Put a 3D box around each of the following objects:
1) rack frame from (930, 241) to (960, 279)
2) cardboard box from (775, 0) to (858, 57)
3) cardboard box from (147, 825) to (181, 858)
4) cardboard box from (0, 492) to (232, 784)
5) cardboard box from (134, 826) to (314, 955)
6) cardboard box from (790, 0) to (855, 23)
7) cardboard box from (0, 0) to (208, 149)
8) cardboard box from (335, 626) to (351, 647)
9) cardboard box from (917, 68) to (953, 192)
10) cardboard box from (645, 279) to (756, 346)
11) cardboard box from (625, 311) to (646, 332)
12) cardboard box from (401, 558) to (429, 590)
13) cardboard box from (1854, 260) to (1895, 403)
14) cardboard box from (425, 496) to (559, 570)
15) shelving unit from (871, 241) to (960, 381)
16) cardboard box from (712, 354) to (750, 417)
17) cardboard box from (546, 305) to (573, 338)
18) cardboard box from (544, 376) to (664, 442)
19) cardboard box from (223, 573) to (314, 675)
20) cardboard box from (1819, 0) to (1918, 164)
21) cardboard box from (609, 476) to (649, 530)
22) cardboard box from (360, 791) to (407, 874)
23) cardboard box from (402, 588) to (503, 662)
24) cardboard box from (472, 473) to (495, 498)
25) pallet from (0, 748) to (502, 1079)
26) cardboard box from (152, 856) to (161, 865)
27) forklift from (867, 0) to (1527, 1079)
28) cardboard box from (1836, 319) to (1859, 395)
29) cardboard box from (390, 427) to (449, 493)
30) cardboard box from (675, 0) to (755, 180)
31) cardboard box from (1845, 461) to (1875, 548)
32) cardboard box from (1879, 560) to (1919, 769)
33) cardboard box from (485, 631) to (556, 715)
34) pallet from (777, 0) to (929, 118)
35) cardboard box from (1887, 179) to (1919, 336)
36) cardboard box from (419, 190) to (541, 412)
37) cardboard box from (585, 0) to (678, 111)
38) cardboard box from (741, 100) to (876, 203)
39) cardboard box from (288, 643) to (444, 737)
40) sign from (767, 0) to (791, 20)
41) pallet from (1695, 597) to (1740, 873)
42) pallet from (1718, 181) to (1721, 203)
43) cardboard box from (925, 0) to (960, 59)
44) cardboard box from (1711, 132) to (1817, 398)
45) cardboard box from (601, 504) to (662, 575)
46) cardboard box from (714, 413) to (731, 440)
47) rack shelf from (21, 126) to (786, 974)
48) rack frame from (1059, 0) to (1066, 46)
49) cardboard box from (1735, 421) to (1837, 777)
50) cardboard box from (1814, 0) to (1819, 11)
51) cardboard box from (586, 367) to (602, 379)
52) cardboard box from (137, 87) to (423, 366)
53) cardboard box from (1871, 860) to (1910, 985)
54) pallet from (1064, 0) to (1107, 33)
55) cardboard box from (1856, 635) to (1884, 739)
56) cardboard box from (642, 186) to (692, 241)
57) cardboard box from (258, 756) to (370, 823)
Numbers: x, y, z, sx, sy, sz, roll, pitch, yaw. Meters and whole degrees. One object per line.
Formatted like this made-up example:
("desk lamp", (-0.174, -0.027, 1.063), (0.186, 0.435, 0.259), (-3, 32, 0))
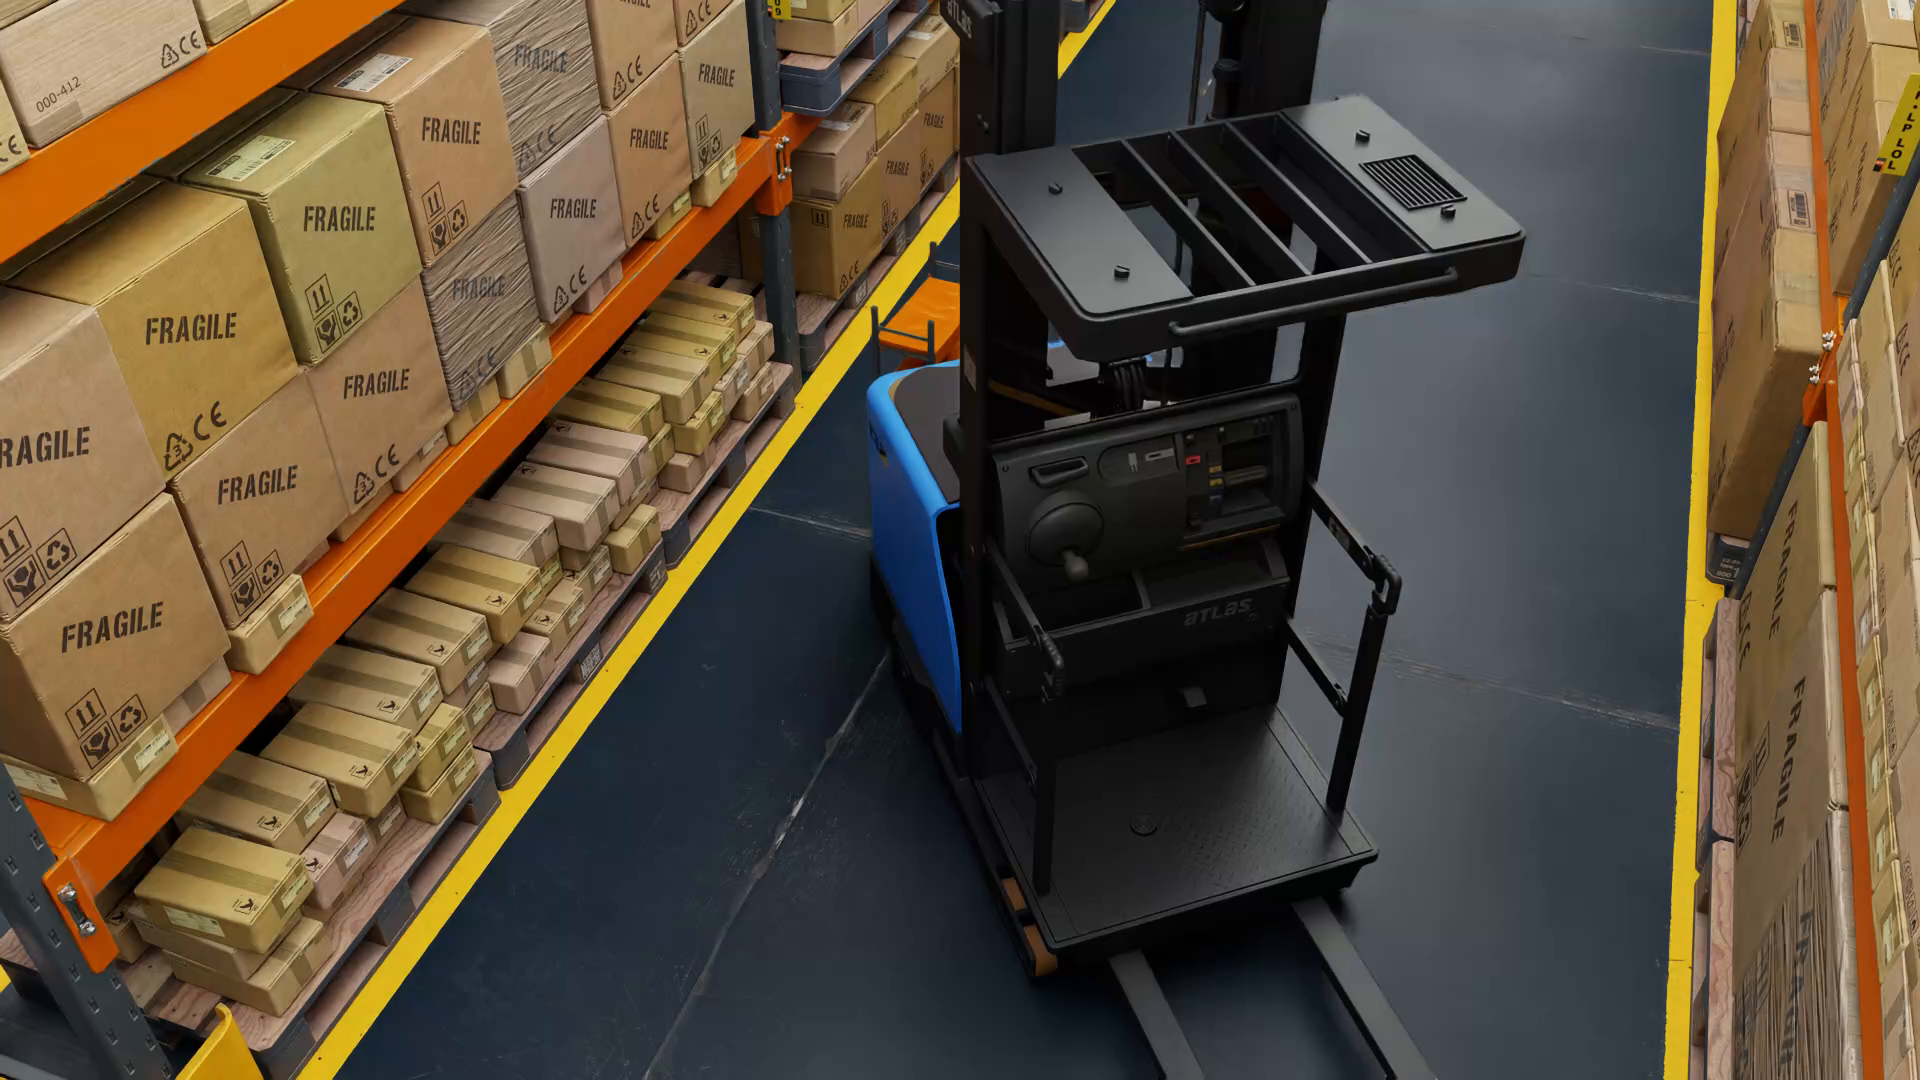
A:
("rack frame", (-0.001, -0.625, 6.558), (0.240, 1.200, 0.015), (16, 43, 18))
("cardboard box", (-0.639, -2.110, 6.782), (0.380, 0.149, 0.250), (11, 42, 13))
("cardboard box", (-2.521, 0.811, 5.132), (0.380, 0.149, 0.250), (12, 42, 14))
("cardboard box", (-2.160, 0.168, 3.936), (0.500, 0.500, 0.500), (15, 43, 17))
("cardboard box", (-2.075, 0.986, 4.698), (0.380, 0.149, 0.250), (11, 42, 13))
("cardboard box", (-0.639, -2.223, 6.686), (0.380, 0.149, 0.250), (14, 42, 16))
("cardboard box", (-1.995, -1.090, 3.521), (0.500, 0.250, 0.500), (15, 43, 16))
("cardboard box", (-2.320, 0.322, 5.705), (0.380, 0.149, 0.250), (14, 42, 16))
("cardboard box", (-0.358, -2.154, 8.566), (0.500, 0.500, 0.500), (14, 42, 16))
("cardboard box", (-1.083, -0.935, 6.949), (0.380, 0.149, 0.250), (14, 43, 16))
("cardboard box", (-1.518, -1.045, 7.079), (0.380, 0.149, 0.250), (15, 43, 17))
("cardboard box", (-2.055, 0.145, 6.142), (0.380, 0.149, 0.250), (14, 43, 16))
("cardboard box", (3.014, -0.573, 4.997), (0.500, 0.250, 0.500), (13, 42, 14))
("cardboard box", (-1.647, 0.004, 5.848), (0.380, 0.149, 0.250), (13, 42, 15))
("shelving unit", (-0.102, -0.481, 6.389), (0.258, 1.200, 0.503), (16, 43, 18))
("cardboard box", (-1.095, -0.666, 6.863), (0.380, 0.149, 0.250), (11, 42, 13))
("cardboard box", (-1.530, -0.788, 5.556), (0.380, 0.149, 0.250), (13, 42, 14))
("cardboard box", (-1.373, -0.476, 6.411), (0.380, 0.149, 0.250), (15, 43, 16))
("cardboard box", (-1.964, 0.186, 4.415), (0.380, 0.149, 0.250), (12, 42, 14))
("cardboard box", (3.672, -1.750, 6.413), (0.500, 0.500, 0.500), (13, 42, 15))
("cardboard box", (-1.417, -0.207, 6.326), (0.380, 0.149, 0.250), (14, 43, 16))
("cardboard box", (-2.002, 0.877, 5.284), (0.380, 0.149, 0.250), (14, 42, 16))
("cardboard box", (-1.761, 0.267, 5.769), (0.380, 0.149, 0.250), (15, 43, 17))
("cardboard box", (-1.955, -0.240, 6.134), (0.380, 0.149, 0.250), (12, 42, 13))
("pallet", (-2.236, 1.059, 5.347), (1.003, 0.211, 1.213), (13, 42, 15))
("cardboard box", (-2.597, 0.910, 5.245), (0.380, 0.149, 0.250), (15, 43, 16))
("forklift", (0.621, -0.065, 4.567), (1.130, 2.935, 3.031), (-13, 42, -14))
("cardboard box", (3.007, -0.543, 5.269), (0.380, 0.149, 0.250), (13, 42, 15))
("cardboard box", (-1.777, -0.307, 4.992), (0.380, 0.149, 0.250), (13, 42, 14))
("cardboard box", (-1.105, -1.701, 6.127), (0.500, 0.500, 0.500), (13, 42, 15))
("cardboard box", (2.740, -0.061, 4.704), (0.380, 0.149, 0.250), (12, 42, 14))
("cardboard box", (2.491, 0.345, 3.920), (0.500, 0.250, 0.500), (13, 42, 15))
("cardboard box", (-1.647, 0.436, 5.800), (0.380, 0.149, 0.250), (11, 42, 13))
("pallet", (-0.807, -2.269, 7.246), (1.003, 0.211, 1.213), (13, 42, 15))
("cardboard box", (3.017, -0.851, 4.745), (0.500, 0.500, 0.500), (13, 42, 15))
("cardboard box", (-1.653, -0.772, 5.038), (0.500, 0.500, 0.500), (12, 42, 14))
("cardboard box", (-1.284, -1.776, 5.444), (0.500, 0.500, 0.500), (12, 42, 14))
("cardboard box", (-0.705, -1.794, 7.566), (0.500, 0.250, 0.500), (12, 42, 13))
("cardboard box", (-1.880, 0.496, 5.272), (0.380, 0.149, 0.250), (11, 42, 13))
("sign", (-0.693, -2.121, 6.259), (0.100, 0.325, 0.005), (13, 42, 15))
("pallet", (3.087, 0.762, 5.694), (1.003, 0.211, 1.213), (13, 42, 15))
("pallet", (4.448, -1.660, 8.533), (1.003, 0.211, 1.213), (13, 42, 15))
("cardboard box", (-0.176, -2.749, 8.686), (0.500, 0.250, 0.500), (14, 42, 16))
("cardboard box", (3.926, -1.037, 6.968), (1.225, 0.875, 0.875), (12, 42, 14))
("cardboard box", (-1.373, -0.037, 6.355), (0.380, 0.149, 0.250), (13, 42, 15))
("cardboard box", (-1.187, -0.528, 6.931), (0.380, 0.149, 0.250), (14, 43, 16))
("rack shelf", (-1.889, -0.414, 5.479), (1.077, 0.370, 4.000), (13, 42, 15))
("rack frame", (0.162, -4.348, 9.535), (1.000, 3.000, 0.127), (13, 42, 15))
("cardboard box", (3.120, 0.288, 5.415), (0.875, 0.875, 0.875), (13, 42, 15))
("cardboard box", (4.193, -2.672, 7.494), (0.500, 0.500, 0.500), (12, 42, 14))
("cardboard box", (-1.682, -0.615, 6.804), (0.380, 0.149, 0.250), (13, 42, 15))
("cardboard box", (-1.805, -0.836, 4.342), (0.500, 0.500, 0.500), (12, 42, 14))
("cardboard box", (2.213, 0.876, 3.605), (0.380, 0.149, 0.250), (12, 42, 14))
("pallet", (0.503, -3.751, 10.984), (1.003, 0.211, 1.213), (13, 42, 15))
("cardboard box", (2.476, 0.408, 4.154), (0.380, 0.149, 0.250), (12, 42, 14))
("cardboard box", (-1.216, -1.255, 6.104), (0.380, 0.149, 0.250), (15, 43, 17))
("cardboard box", (-2.006, 0.757, 5.195), (0.380, 0.149, 0.250), (14, 42, 16))
